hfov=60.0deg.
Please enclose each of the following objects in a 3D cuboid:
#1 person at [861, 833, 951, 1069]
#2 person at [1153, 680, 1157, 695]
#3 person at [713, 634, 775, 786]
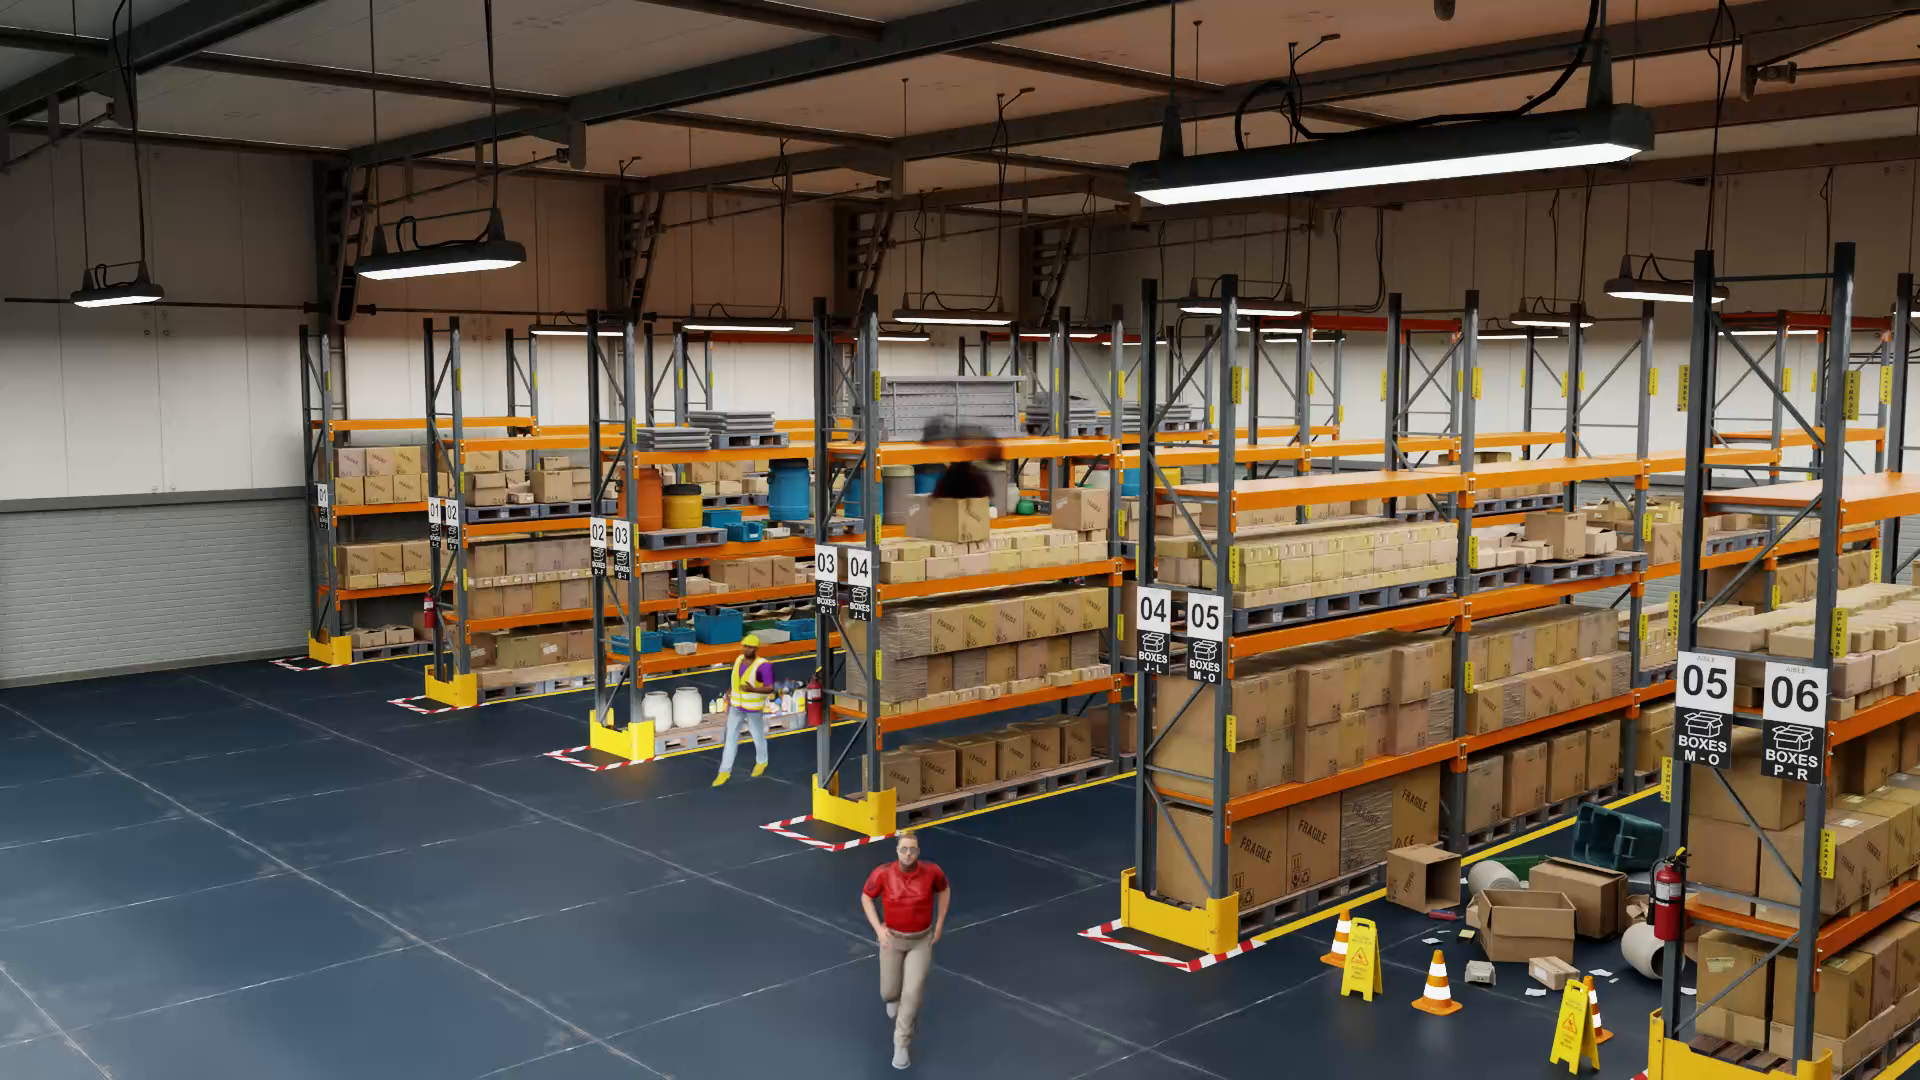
[{"bbox_3d":[-0.409,3.058,12.701,0.688,1.715,0.825,0,6,-4],"label":"person"},{"bbox_3d":[3.195,1.749,25.361,0.940,1.678,0.568,-6,8,-44],"label":"person"},{"bbox_3d":[-2.528,2.002,19.840,0.712,1.774,0.930,3,6,24],"label":"person"}]
